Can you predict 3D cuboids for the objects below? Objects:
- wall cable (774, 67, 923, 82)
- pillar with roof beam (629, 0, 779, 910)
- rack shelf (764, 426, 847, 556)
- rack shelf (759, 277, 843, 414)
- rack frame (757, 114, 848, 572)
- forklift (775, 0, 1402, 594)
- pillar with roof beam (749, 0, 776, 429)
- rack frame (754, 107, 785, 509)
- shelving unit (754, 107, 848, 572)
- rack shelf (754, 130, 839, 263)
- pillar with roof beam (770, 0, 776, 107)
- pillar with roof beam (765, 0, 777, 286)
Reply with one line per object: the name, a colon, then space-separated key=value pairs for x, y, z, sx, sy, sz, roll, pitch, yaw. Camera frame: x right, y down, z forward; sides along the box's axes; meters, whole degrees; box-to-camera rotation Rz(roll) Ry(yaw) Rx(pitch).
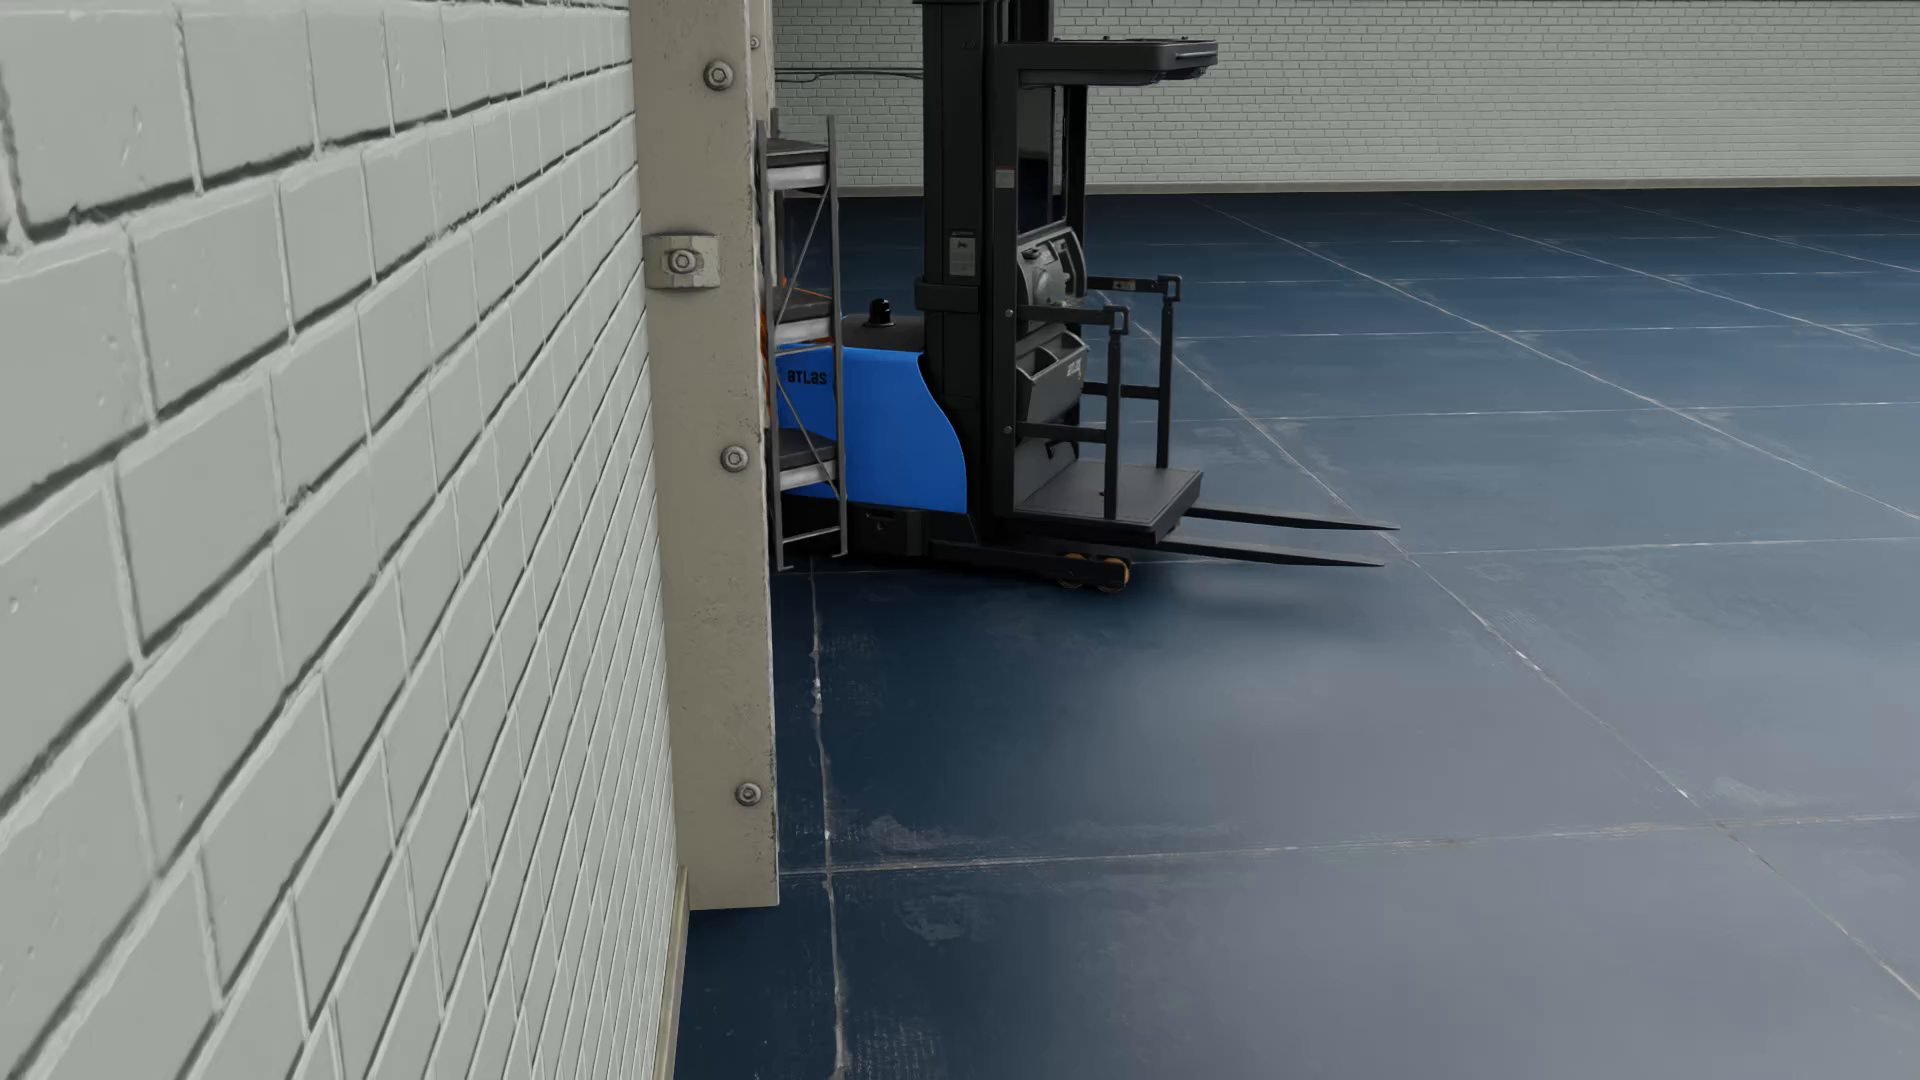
wall cable: x=-1.575 y=-8.026 z=24.402 sx=3.097 sy=2.526 sz=0.112 roll=-2 pitch=18 yaw=-6
pillar with roof beam: x=3.552 y=-3.359 z=4.353 sx=9.100 sy=9.000 sz=0.400 roll=-2 pitch=18 yaw=-6
rack shelf: x=-0.865 y=-0.272 z=8.130 sx=0.431 sy=0.518 sz=0.480 roll=-14 pitch=24 yaw=-35
rack shelf: x=-0.868 y=-0.932 z=7.897 sx=0.431 sy=0.518 sz=0.480 roll=-14 pitch=24 yaw=-35
rack frame: x=-0.720 y=-0.881 z=7.710 sx=0.400 sy=2.100 sz=0.015 roll=-14 pitch=24 yaw=-35
forklift: x=0.634 y=-1.324 z=8.002 sx=3.031 sy=2.935 sz=1.130 roll=6 pitch=19 yaw=20
pillar with roof beam: x=2.934 y=-5.147 z=10.047 sx=9.100 sy=9.000 sz=0.400 roll=-2 pitch=18 yaw=-6
rack frame: x=-1.017 y=-1.009 z=8.076 sx=0.400 sy=2.100 sz=0.015 roll=-14 pitch=24 yaw=-35
shelving unit: x=-0.868 y=-0.945 z=7.893 sx=0.431 sy=2.100 sz=0.503 roll=-14 pitch=24 yaw=-35
rack shelf: x=-0.871 y=-1.592 z=7.665 sx=0.431 sy=0.518 sz=0.480 roll=-14 pitch=24 yaw=-35
pillar with roof beam: x=1.696 y=-8.722 z=21.435 sx=9.100 sy=9.000 sz=0.400 roll=-2 pitch=18 yaw=-6
pillar with roof beam: x=2.315 y=-6.934 z=15.741 sx=9.100 sy=9.000 sz=0.400 roll=-2 pitch=18 yaw=-6
